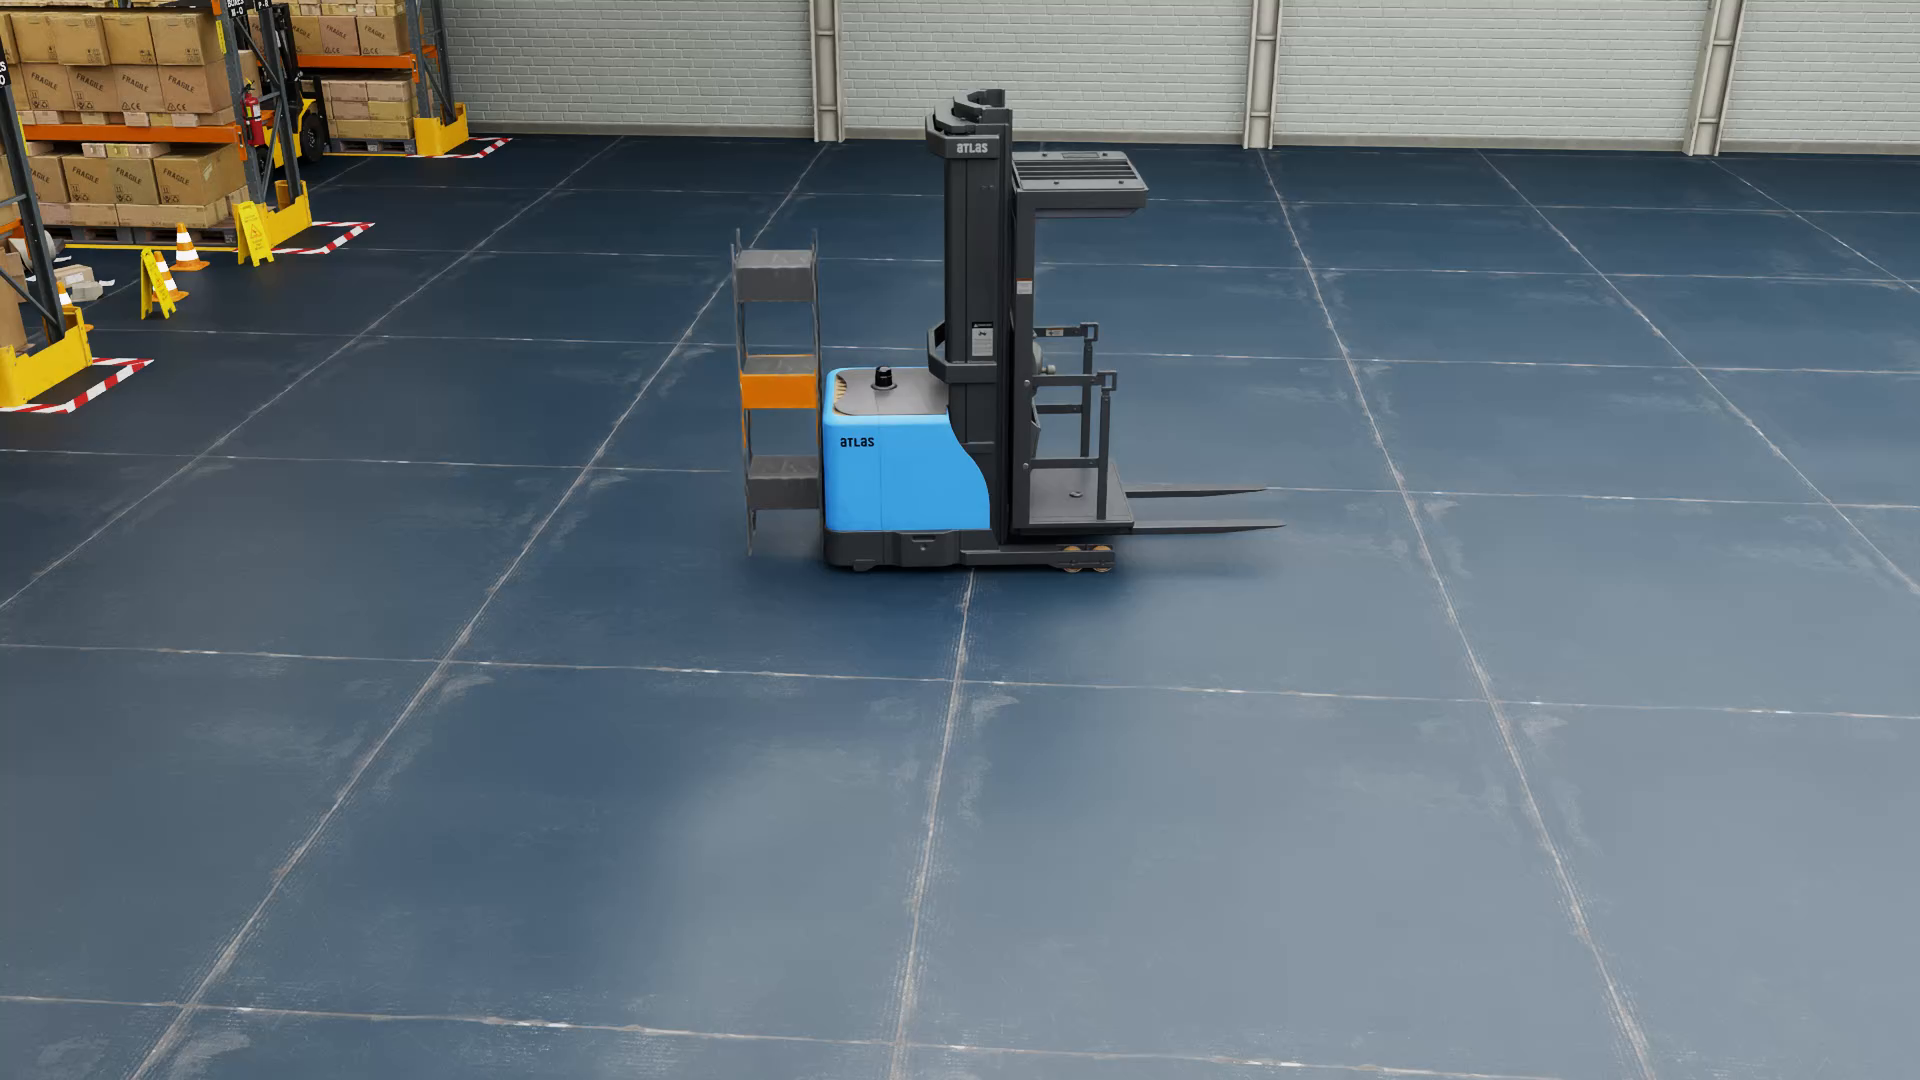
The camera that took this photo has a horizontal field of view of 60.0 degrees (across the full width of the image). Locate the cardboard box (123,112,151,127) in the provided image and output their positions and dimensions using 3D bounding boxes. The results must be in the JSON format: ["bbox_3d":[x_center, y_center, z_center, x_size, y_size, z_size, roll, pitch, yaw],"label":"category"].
[{"bbox_3d":[-8.743,-4.545,17.840,0.250,0.149,0.380,2,25,5],"label":"cardboard box"}]

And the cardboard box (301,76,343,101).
[{"bbox_3d":[-8.700,-6.137,22.590,0.500,0.250,0.500,2,25,5],"label":"cardboard box"}]

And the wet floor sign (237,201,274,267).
[{"bbox_3d":[-7.473,-3.240,17.520,0.232,0.644,0.267,11,27,22],"label":"wet floor sign"}]

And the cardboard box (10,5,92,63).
[{"bbox_3d":[-9.613,-5.389,17.701,0.500,0.500,0.700,2,25,4],"label":"cardboard box"}]

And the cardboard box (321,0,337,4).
[{"bbox_3d":[-8.331,-7.261,22.189,0.250,0.149,0.380,2,25,4],"label":"cardboard box"}]

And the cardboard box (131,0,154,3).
[{"bbox_3d":[-10.897,-7.300,22.275,0.250,0.149,0.380,2,25,5],"label":"cardboard box"}]

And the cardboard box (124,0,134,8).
[{"bbox_3d":[-11.526,-7.399,22.847,0.250,0.149,0.380,1,25,3],"label":"cardboard box"}]

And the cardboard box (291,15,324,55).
[{"bbox_3d":[-8.742,-6.819,22.362,0.500,0.500,0.500,1,25,3],"label":"cardboard box"}]

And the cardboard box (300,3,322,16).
[{"bbox_3d":[-8.598,-7.096,22.188,0.250,0.149,0.380,1,25,2],"label":"cardboard box"}]

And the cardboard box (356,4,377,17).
[{"bbox_3d":[-7.828,-7.061,22.111,0.250,0.149,0.380,2,25,5],"label":"cardboard box"}]

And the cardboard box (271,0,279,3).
[{"bbox_3d":[-9.107,-7.276,22.223,0.250,0.149,0.380,2,25,5],"label":"cardboard box"}]

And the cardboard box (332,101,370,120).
[{"bbox_3d":[-8.212,-5.905,22.684,0.500,0.250,0.500,2,25,3],"label":"cardboard box"}]

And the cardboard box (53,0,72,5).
[{"bbox_3d":[-12.048,-7.248,22.517,0.250,0.149,0.380,2,25,4],"label":"cardboard box"}]

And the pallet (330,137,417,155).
[{"bbox_3d":[-7.969,-5.571,23.105,1.213,0.211,1.003,2,25,4],"label":"pallet"}]

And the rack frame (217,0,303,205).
[{"bbox_3d":[-7.580,-4.762,18.010,0.127,3.000,1.000,2,25,4],"label":"rack frame"}]

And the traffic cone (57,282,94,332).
[{"bbox_3d":[-8.279,-2.152,15.373,0.334,0.463,0.336,2,25,4],"label":"traffic cone"}]

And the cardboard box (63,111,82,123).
[{"bbox_3d":[-9.492,-4.628,18.019,0.250,0.149,0.380,2,25,4],"label":"cardboard box"}]

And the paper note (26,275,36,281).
[{"bbox_3d":[-9.510,-2.698,17.091,0.142,0.019,0.148,11,27,22],"label":"paper note"}]

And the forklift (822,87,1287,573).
[{"bbox_3d":[0.622,-1.342,10.660,3.031,2.935,1.130,-1,25,-2],"label":"forklift"}]

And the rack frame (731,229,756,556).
[{"bbox_3d":[-1.397,-0.929,10.756,0.015,2.100,0.400,-1,25,-1],"label":"rack frame"}]

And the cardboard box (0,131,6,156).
[{"bbox_3d":[-8.225,-3.282,13.323,0.550,0.550,0.875,2,25,4],"label":"cardboard box"}]

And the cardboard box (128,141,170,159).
[{"bbox_3d":[-8.770,-4.240,17.989,0.250,0.149,0.380,3,25,6],"label":"cardboard box"}]

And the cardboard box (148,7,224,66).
[{"bbox_3d":[-8.106,-5.322,17.556,0.500,0.500,0.700,1,25,3],"label":"cardboard box"}]

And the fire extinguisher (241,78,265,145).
[{"bbox_3d":[-7.501,-4.531,17.601,0.183,0.674,0.296,2,25,4],"label":"fire extinguisher"}]

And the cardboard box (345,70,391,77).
[{"bbox_3d":[-8.167,-6.335,23.021,0.500,0.250,0.500,2,25,4],"label":"cardboard box"}]

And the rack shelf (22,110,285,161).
[{"bbox_3d":[-9.574,-4.499,18.300,4.000,0.370,1.077,2,25,4],"label":"rack shelf"}]

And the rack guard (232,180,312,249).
[{"bbox_3d":[-7.656,-3.629,18.538,0.348,0.500,1.175,2,25,4],"label":"rack guard"}]

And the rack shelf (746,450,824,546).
[{"bbox_3d":[-1.154,-0.283,11.061,0.480,0.518,0.431,-1,25,-1],"label":"rack shelf"}]

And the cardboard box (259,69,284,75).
[{"bbox_3d":[-9.677,-6.388,23.135,0.500,0.250,0.500,2,25,4],"label":"cardboard box"}]

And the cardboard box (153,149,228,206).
[{"bbox_3d":[-8.399,-3.961,18.160,0.500,0.500,0.500,2,25,4],"label":"cardboard box"}]

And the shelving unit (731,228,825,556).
[{"bbox_3d":[-1.153,-0.932,10.762,0.503,2.100,0.431,-1,25,-1],"label":"shelving unit"}]

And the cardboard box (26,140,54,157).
[{"bbox_3d":[-10.099,-4.283,18.084,0.250,0.149,0.380,3,25,7],"label":"cardboard box"}]

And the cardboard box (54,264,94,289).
[{"bbox_3d":[-9.041,-2.667,16.868,0.250,0.149,0.380,16,29,31],"label":"cardboard box"}]

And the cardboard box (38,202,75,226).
[{"bbox_3d":[-9.938,-3.672,18.428,0.500,0.250,0.500,2,25,3],"label":"cardboard box"}]

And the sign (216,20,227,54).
[{"bbox_3d":[-7.643,-5.201,17.201,0.005,0.325,0.100,2,25,4],"label":"sign"}]

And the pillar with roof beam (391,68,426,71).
[{"bbox_3d":[-8.159,-8.160,18.218,0.400,9.000,9.100,2,25,4],"label":"pillar with roof beam"}]

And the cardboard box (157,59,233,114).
[{"bbox_3d":[-8.142,-4.845,17.715,0.500,0.500,0.500,1,25,3],"label":"cardboard box"}]

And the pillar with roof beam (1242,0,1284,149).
[{"bbox_3d":[3.806,-7.776,17.383,0.400,9.000,9.100,2,25,4],"label":"pillar with roof beam"}]

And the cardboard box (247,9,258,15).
[{"bbox_3d":[-9.354,-7.121,22.242,0.250,0.149,0.380,1,25,3],"label":"cardboard box"}]

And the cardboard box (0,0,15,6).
[{"bbox_3d":[-12.826,-7.246,22.513,0.250,0.149,0.380,2,25,4],"label":"cardboard box"}]

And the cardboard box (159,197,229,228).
[{"bbox_3d":[-8.431,-3.618,18.311,0.500,0.250,0.500,2,25,4],"label":"cardboard box"}]

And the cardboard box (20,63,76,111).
[{"bbox_3d":[-9.644,-4.904,17.845,0.500,0.500,0.500,2,25,5],"label":"cardboard box"}]

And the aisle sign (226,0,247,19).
[{"bbox_3d":[-7.540,-5.820,17.200,0.004,0.787,0.394,2,25,4],"label":"aisle sign"}]

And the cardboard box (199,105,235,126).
[{"bbox_3d":[-7.969,-4.571,17.895,0.250,0.149,0.380,3,25,6],"label":"cardboard box"}]

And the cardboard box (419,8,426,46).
[{"bbox_3d":[-7.676,-7.008,22.772,0.500,0.500,0.500,3,25,6],"label":"cardboard box"}]

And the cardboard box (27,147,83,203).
[{"bbox_3d":[-9.949,-4.011,18.269,0.500,0.500,0.500,3,25,7],"label":"cardboard box"}]

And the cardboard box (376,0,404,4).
[{"bbox_3d":[-7.577,-7.230,22.122,0.250,0.149,0.380,2,25,4],"label":"cardboard box"}]

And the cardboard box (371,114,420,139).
[{"bbox_3d":[-7.696,-5.656,22.740,0.500,0.250,0.500,2,25,4],"label":"cardboard box"}]

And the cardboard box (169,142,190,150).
[{"bbox_3d":[-8.909,-4.201,18.681,0.500,0.500,0.500,1,25,2],"label":"cardboard box"}]
